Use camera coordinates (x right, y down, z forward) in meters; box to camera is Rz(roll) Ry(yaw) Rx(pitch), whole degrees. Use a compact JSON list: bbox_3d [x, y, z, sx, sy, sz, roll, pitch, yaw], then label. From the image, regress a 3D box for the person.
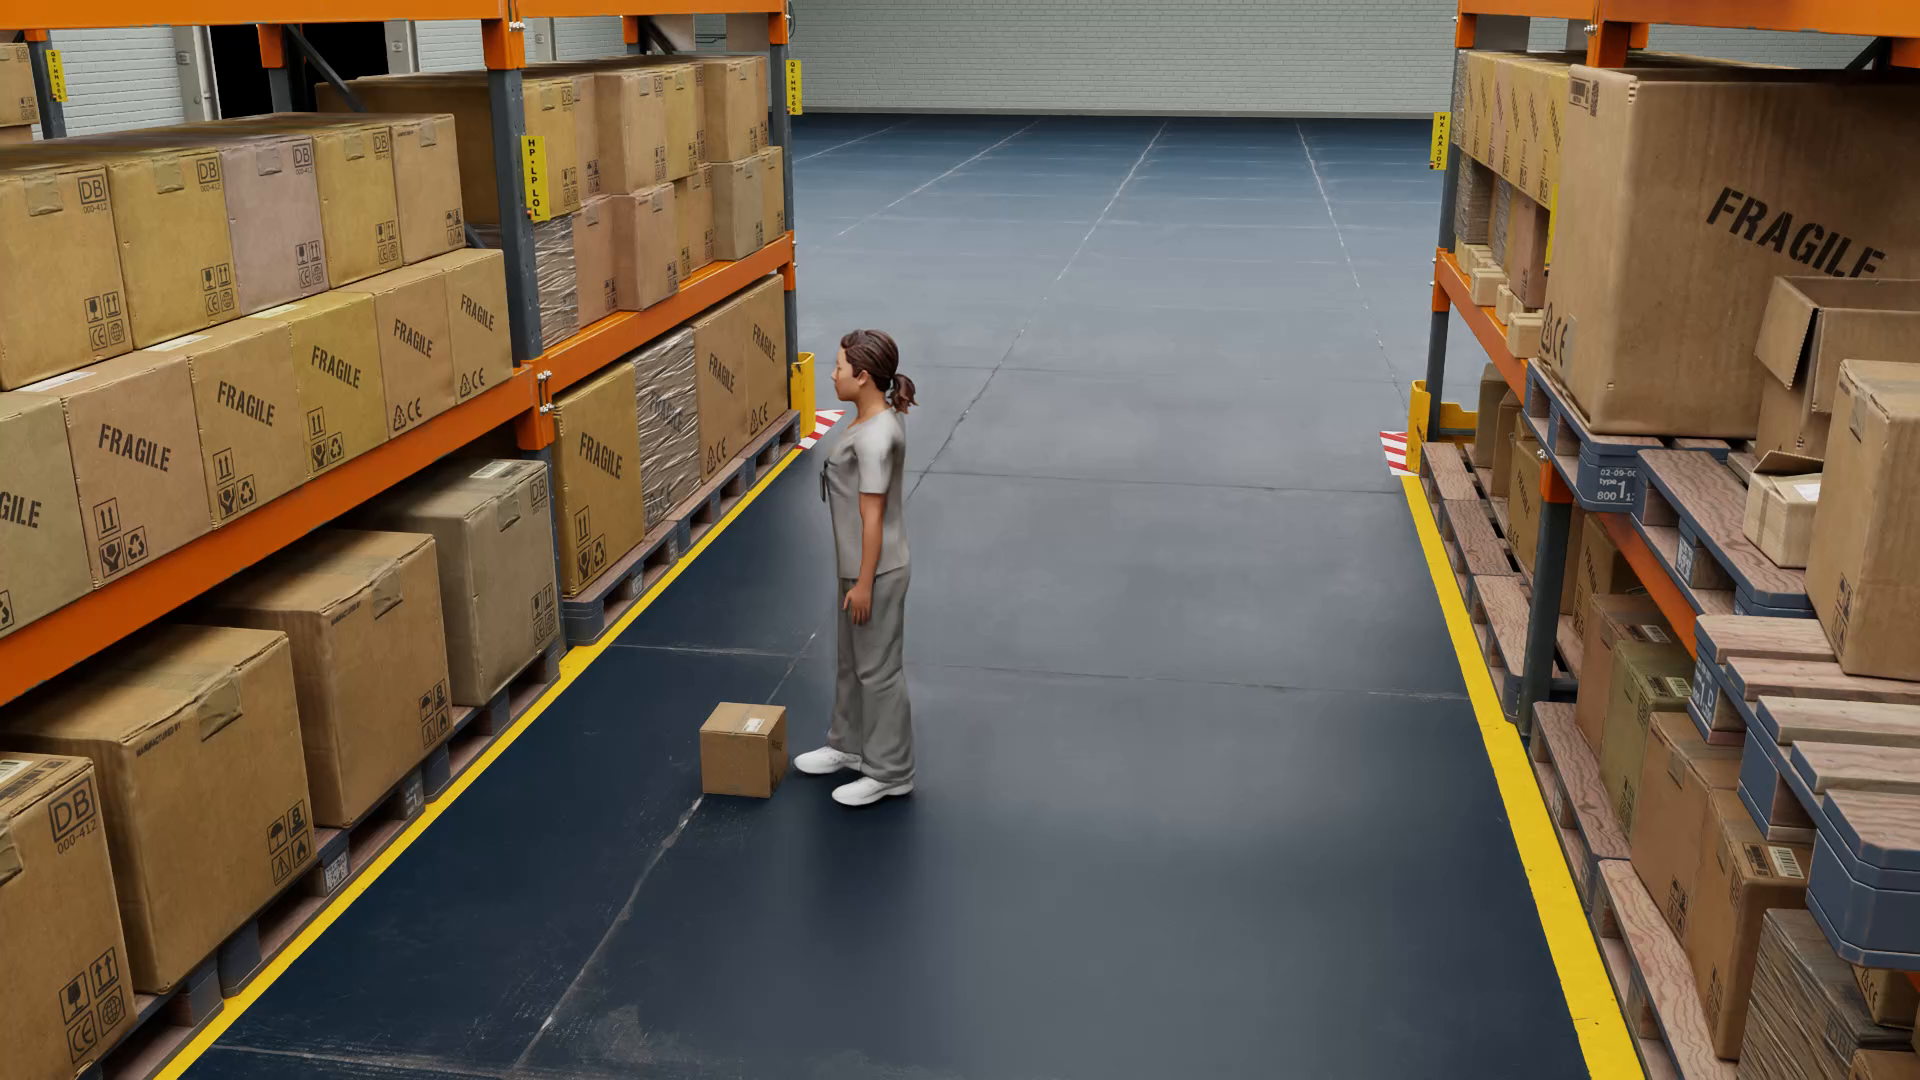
[{"bbox_3d":[-0.366,0.101,5.725,0.465,1.672,0.486,-1,18,-4],"label":"person"}]
